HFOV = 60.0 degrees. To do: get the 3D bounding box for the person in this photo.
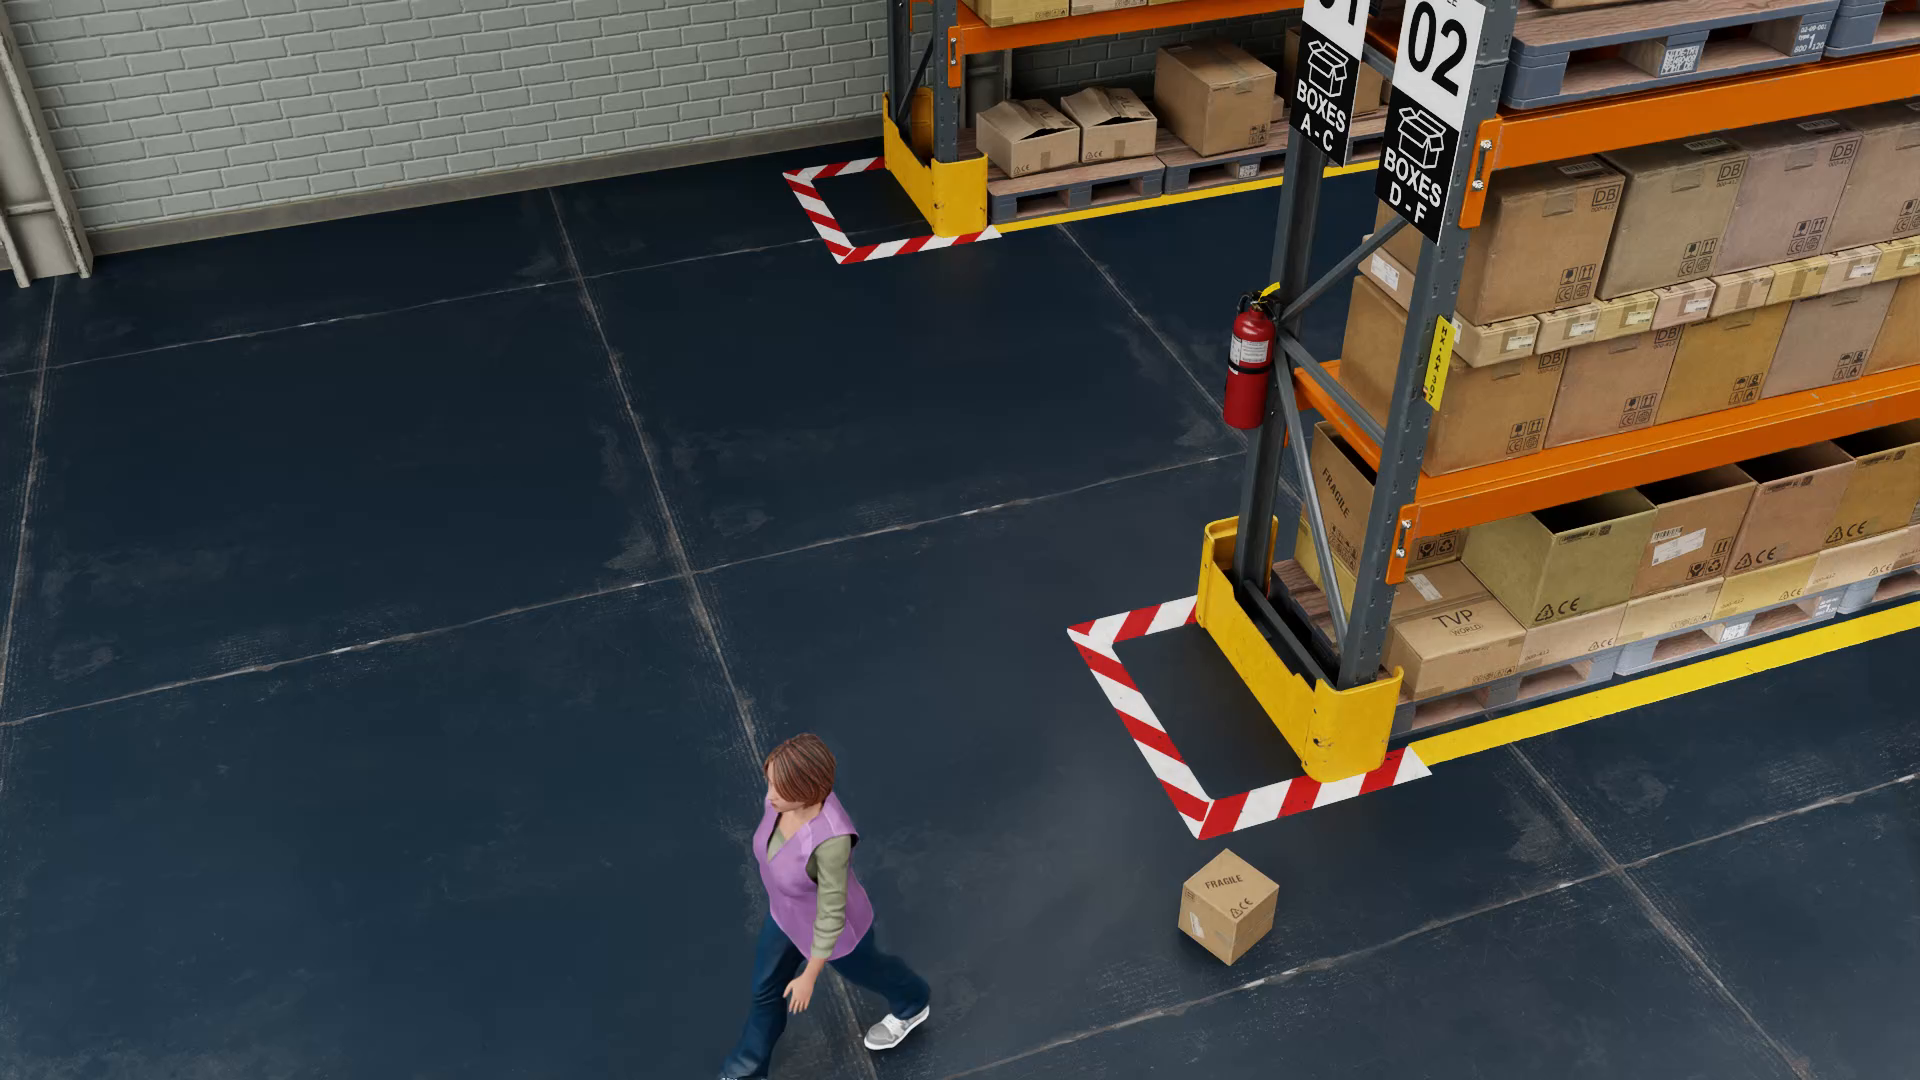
[{"bbox_3d":[-0.500,1.209,5.245,0.926,1.549,0.479,-25,45,-29],"label":"person"}]
